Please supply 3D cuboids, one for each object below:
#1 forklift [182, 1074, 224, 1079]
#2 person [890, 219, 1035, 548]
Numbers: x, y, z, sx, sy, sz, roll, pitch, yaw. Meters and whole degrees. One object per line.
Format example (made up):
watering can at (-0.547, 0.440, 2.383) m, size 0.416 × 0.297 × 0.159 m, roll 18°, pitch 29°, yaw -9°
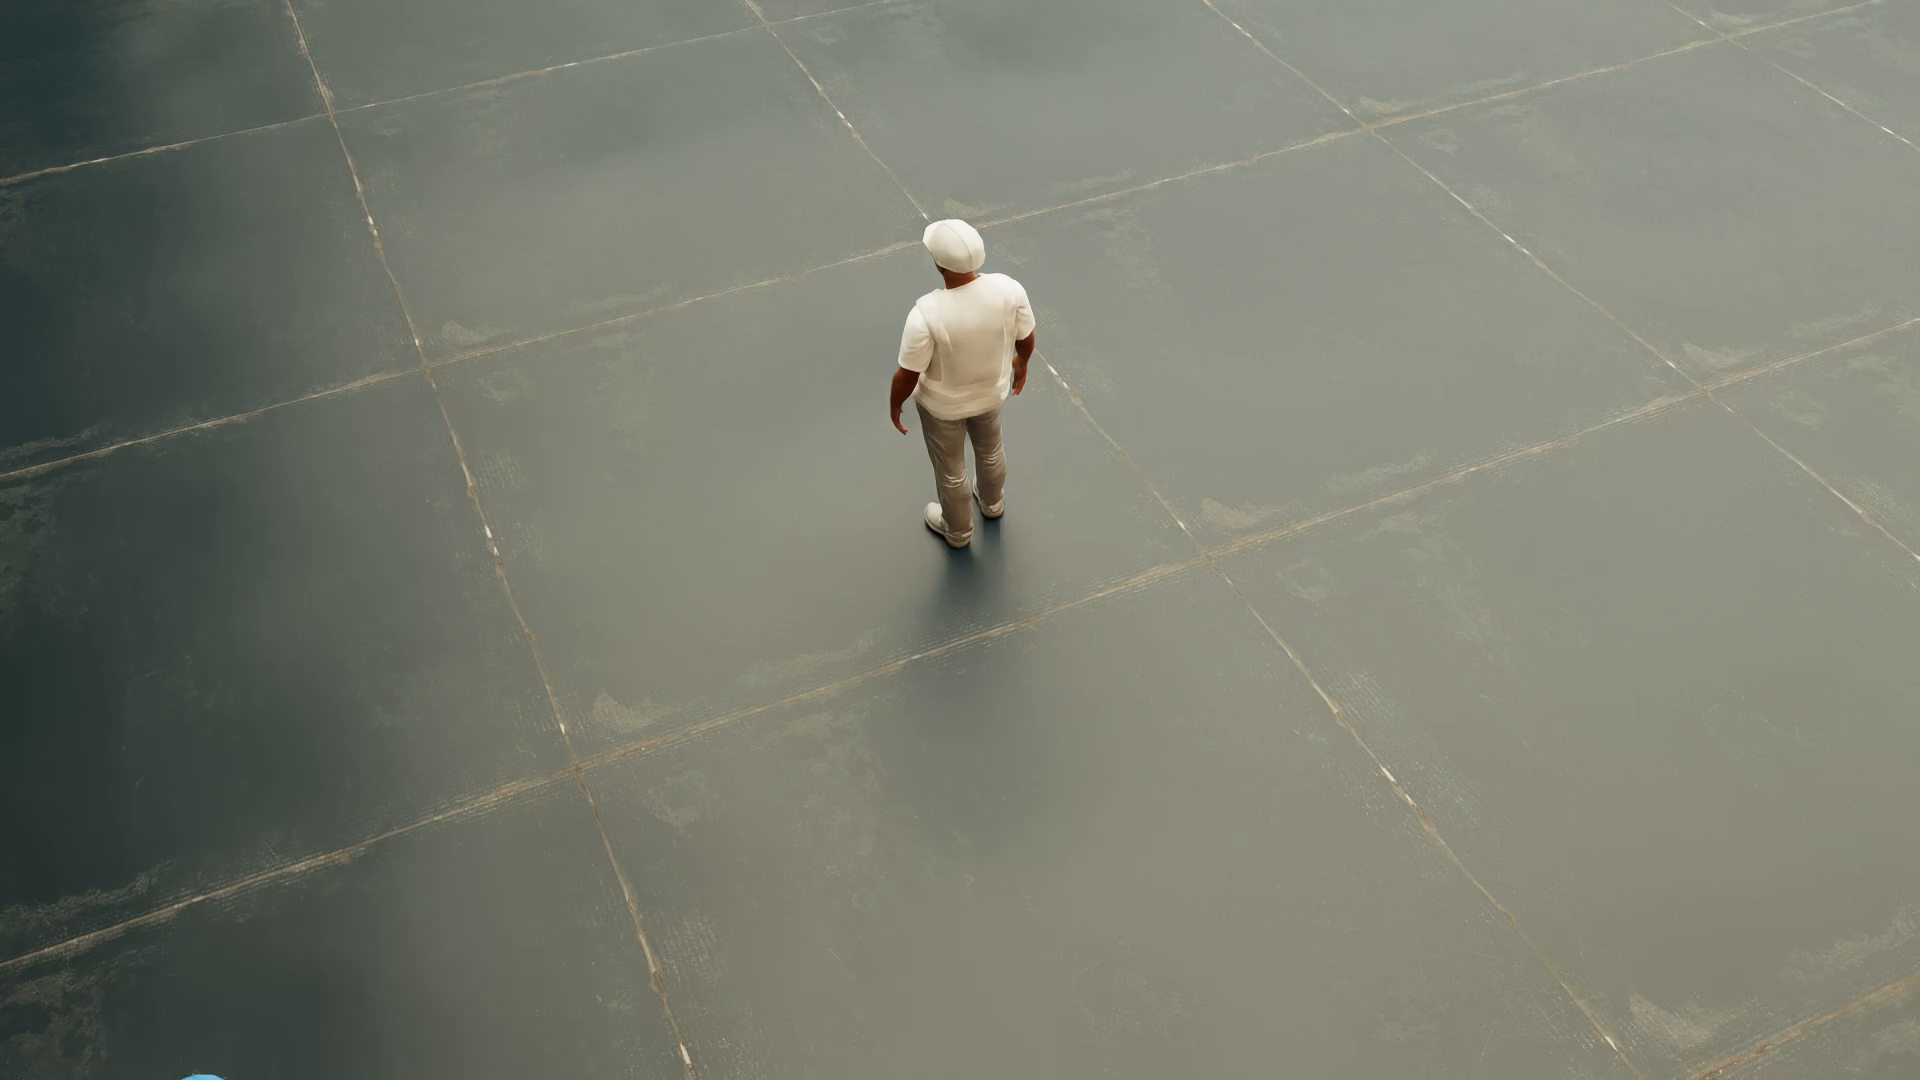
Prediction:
forklift at (-2.401, 2.239, 3.280) m, size 1.130 × 2.935 × 3.031 m, roll 19°, pitch 46°, yaw 19°
person at (-0.024, -0.696, 7.269) m, size 0.665 × 1.768 × 0.575 m, roll -18°, pitch 46°, yaw -18°
